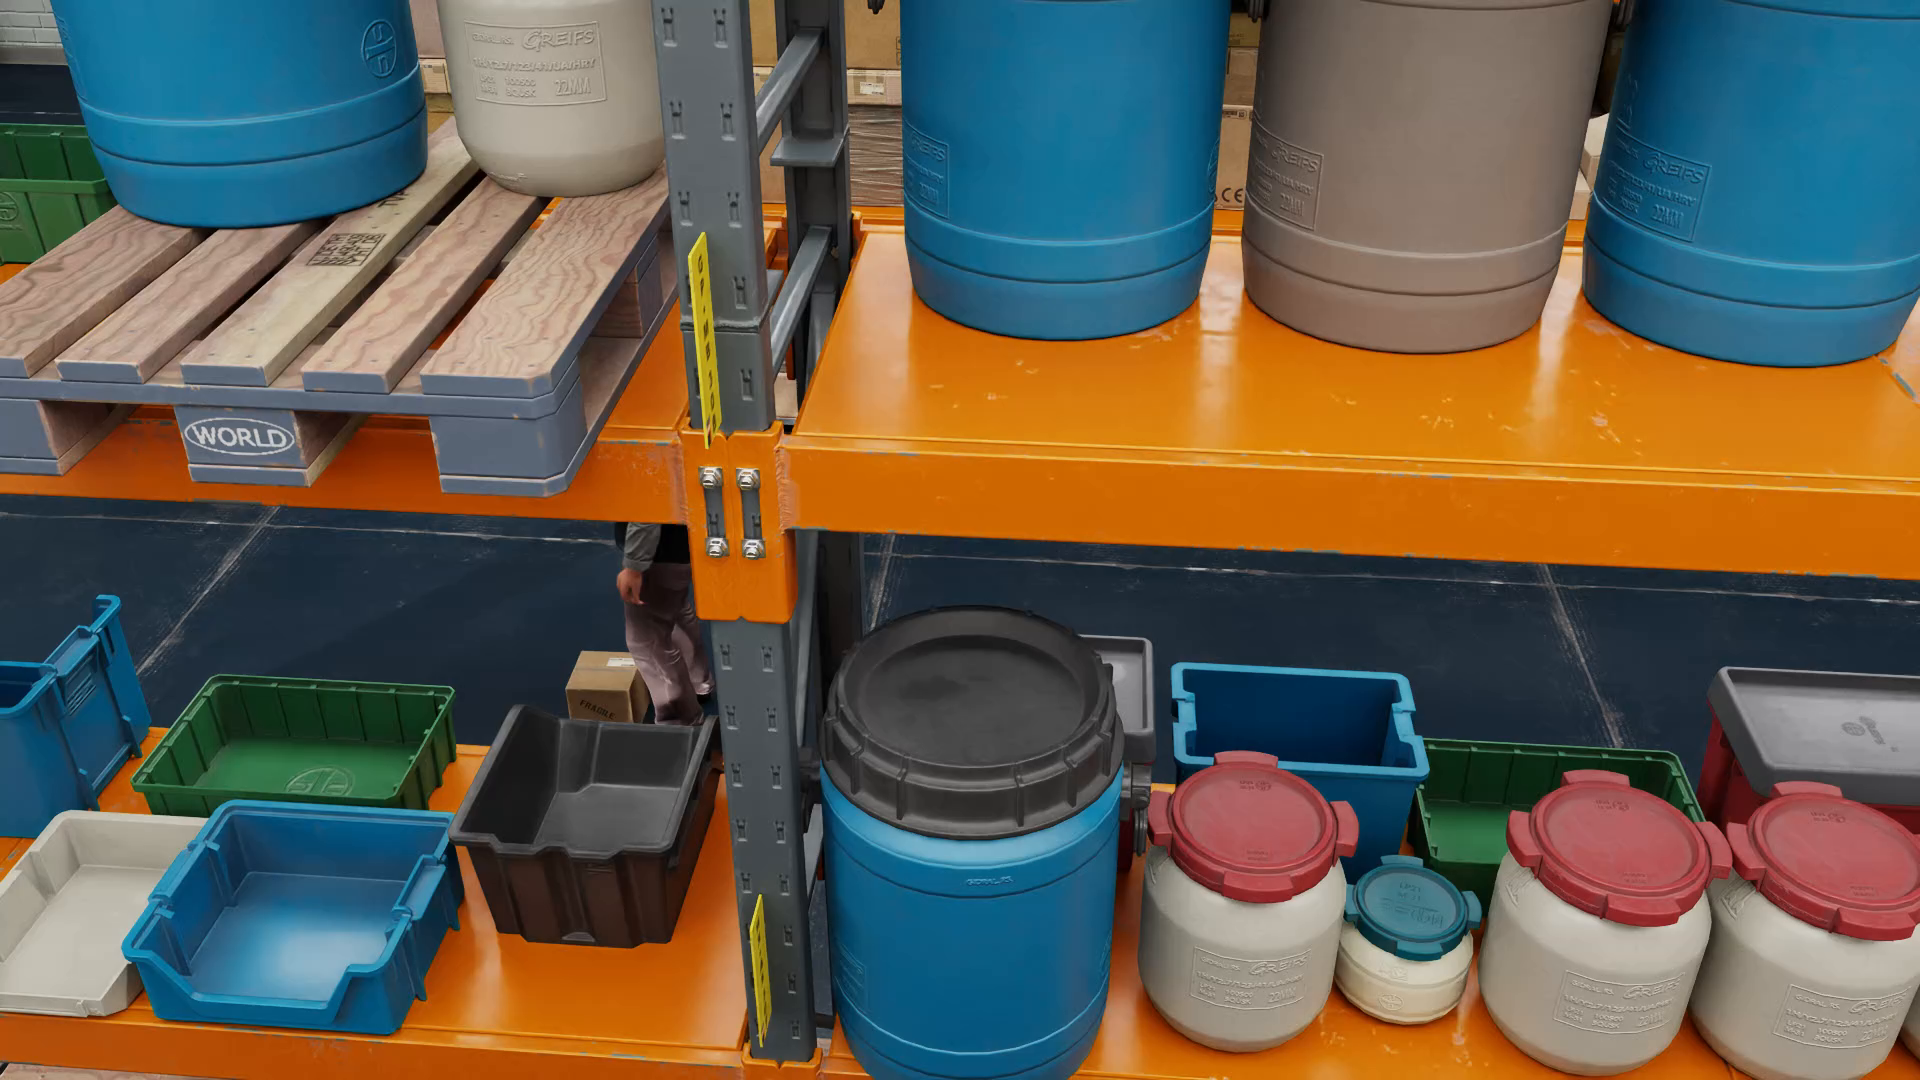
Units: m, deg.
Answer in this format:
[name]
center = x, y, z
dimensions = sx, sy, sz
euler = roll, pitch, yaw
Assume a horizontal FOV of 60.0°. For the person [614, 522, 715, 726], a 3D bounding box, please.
[person]
center = -1.109, 0.001, 6.155
dimensions = 0.416, 1.722, 0.592
euler = 1, 32, 2
